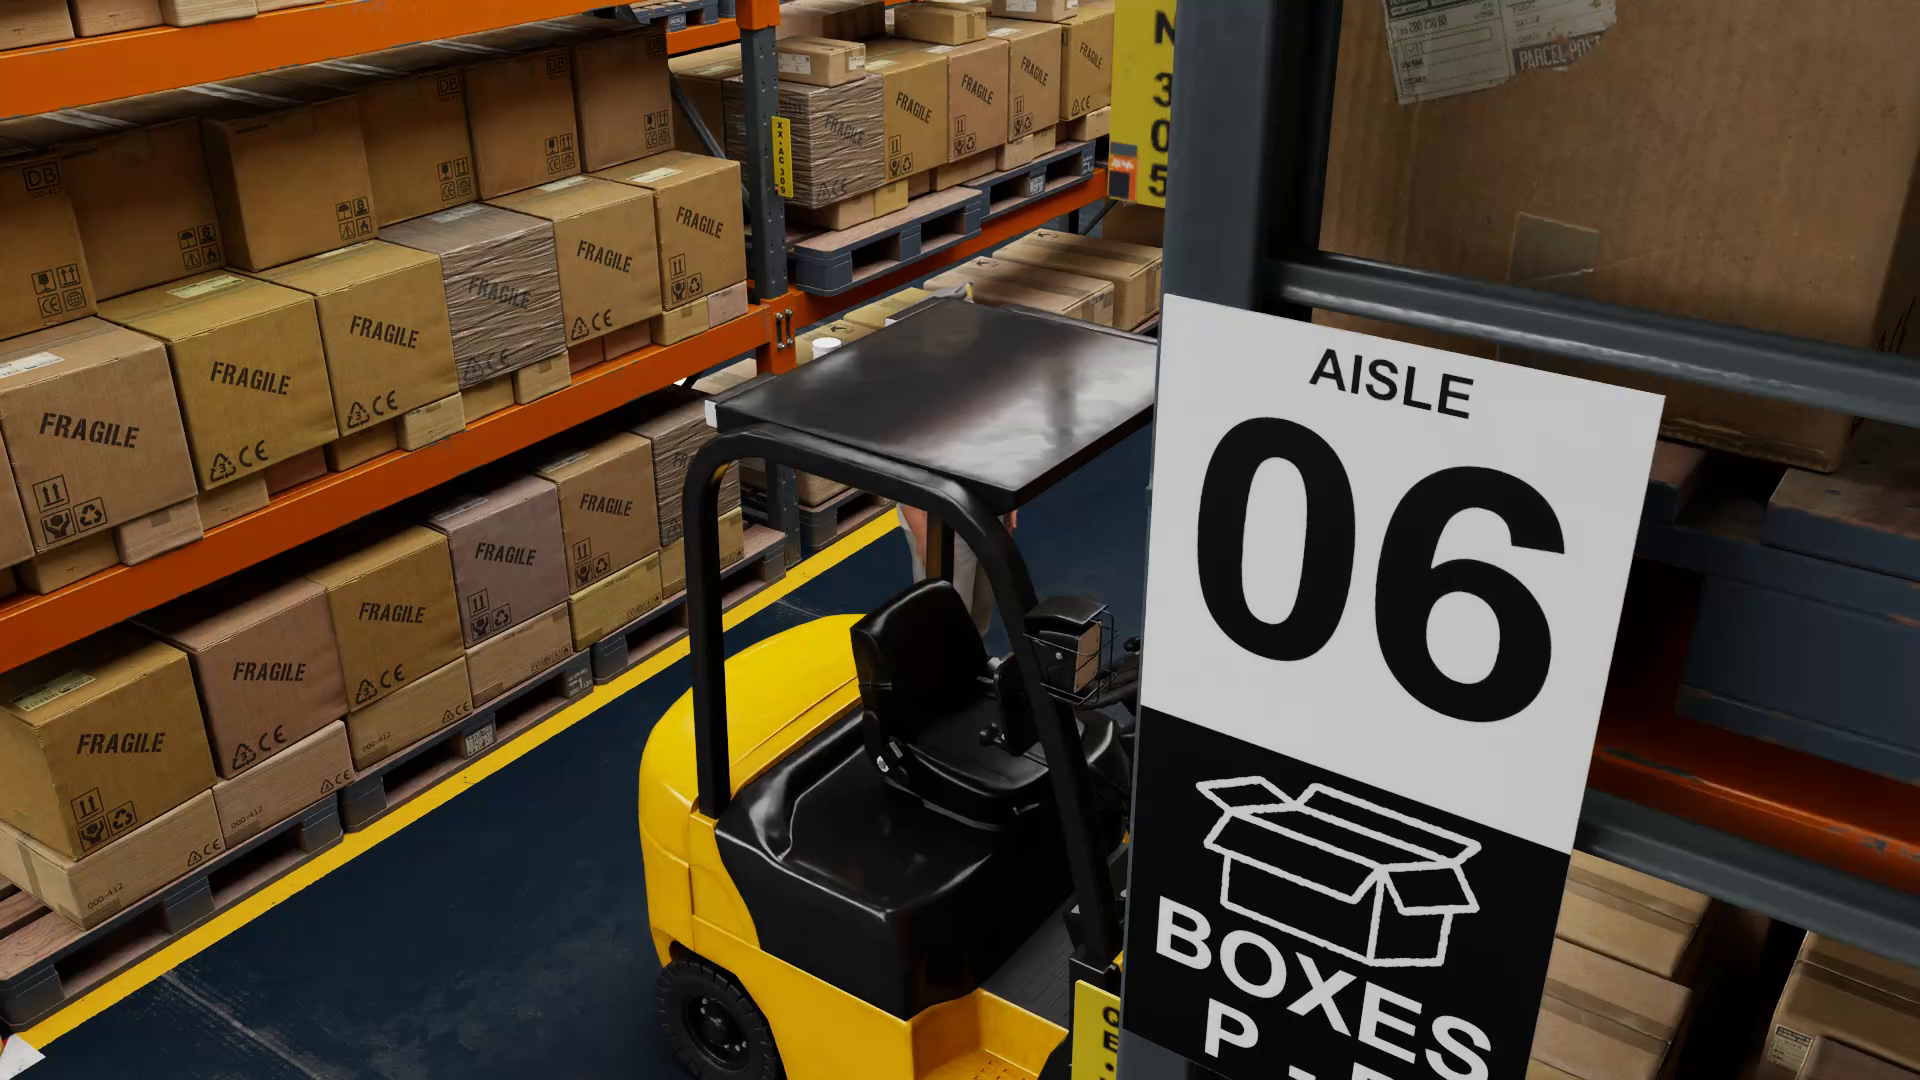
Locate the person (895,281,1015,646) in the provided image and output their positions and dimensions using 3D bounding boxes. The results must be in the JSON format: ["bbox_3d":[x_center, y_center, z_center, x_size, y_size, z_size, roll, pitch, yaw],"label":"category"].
[{"bbox_3d":[0.046,-0.073,6.201,0.575,1.781,0.639,17,32,30],"label":"person"}]
